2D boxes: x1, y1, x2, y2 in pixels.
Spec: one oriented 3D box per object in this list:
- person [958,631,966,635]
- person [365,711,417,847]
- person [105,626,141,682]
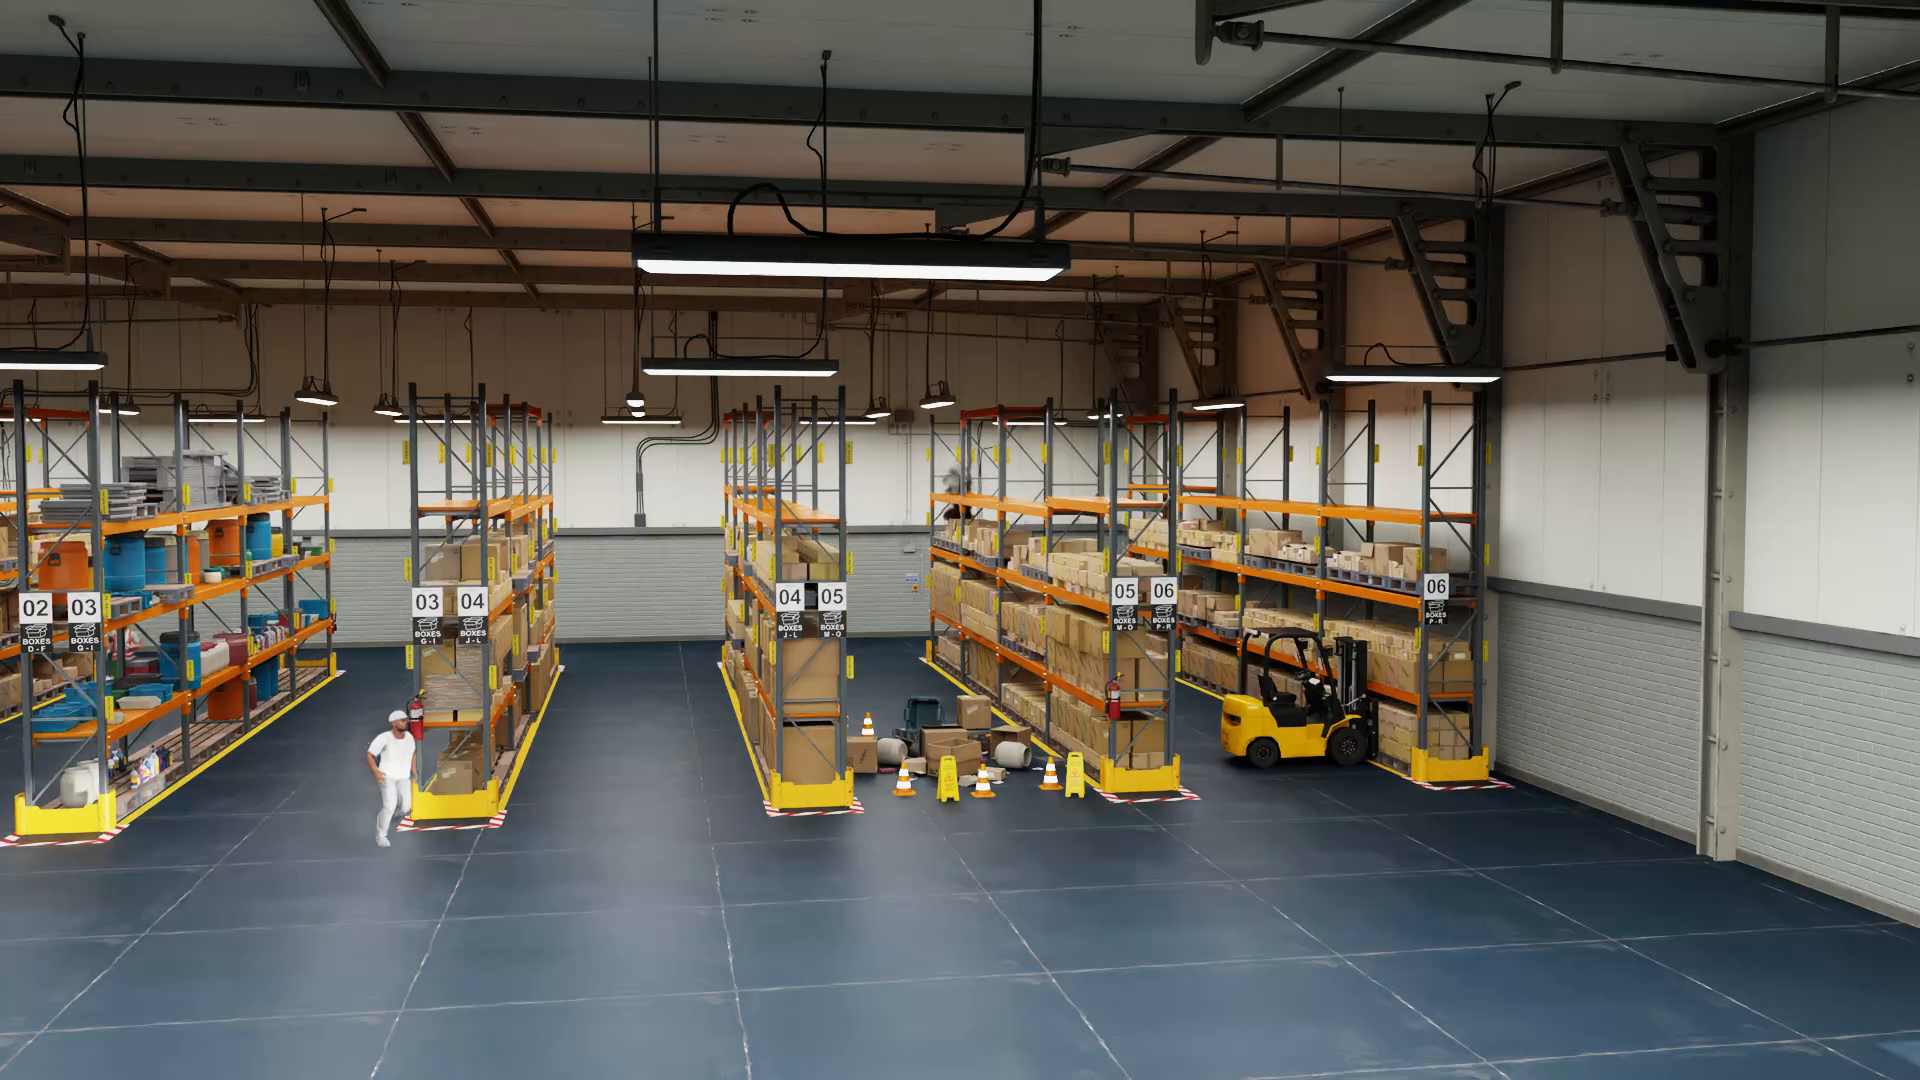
[{"bbox_3d":[0.058,2.072,41.922,0.685,1.658,0.661,2,3,32],"label":"person"},{"bbox_3d":[-7.343,3.067,21.571,0.550,1.709,0.750,2,4,39],"label":"person"},{"bbox_3d":[-16.654,2.399,33.102,0.659,1.774,1.002,-1,3,-21],"label":"person"}]
